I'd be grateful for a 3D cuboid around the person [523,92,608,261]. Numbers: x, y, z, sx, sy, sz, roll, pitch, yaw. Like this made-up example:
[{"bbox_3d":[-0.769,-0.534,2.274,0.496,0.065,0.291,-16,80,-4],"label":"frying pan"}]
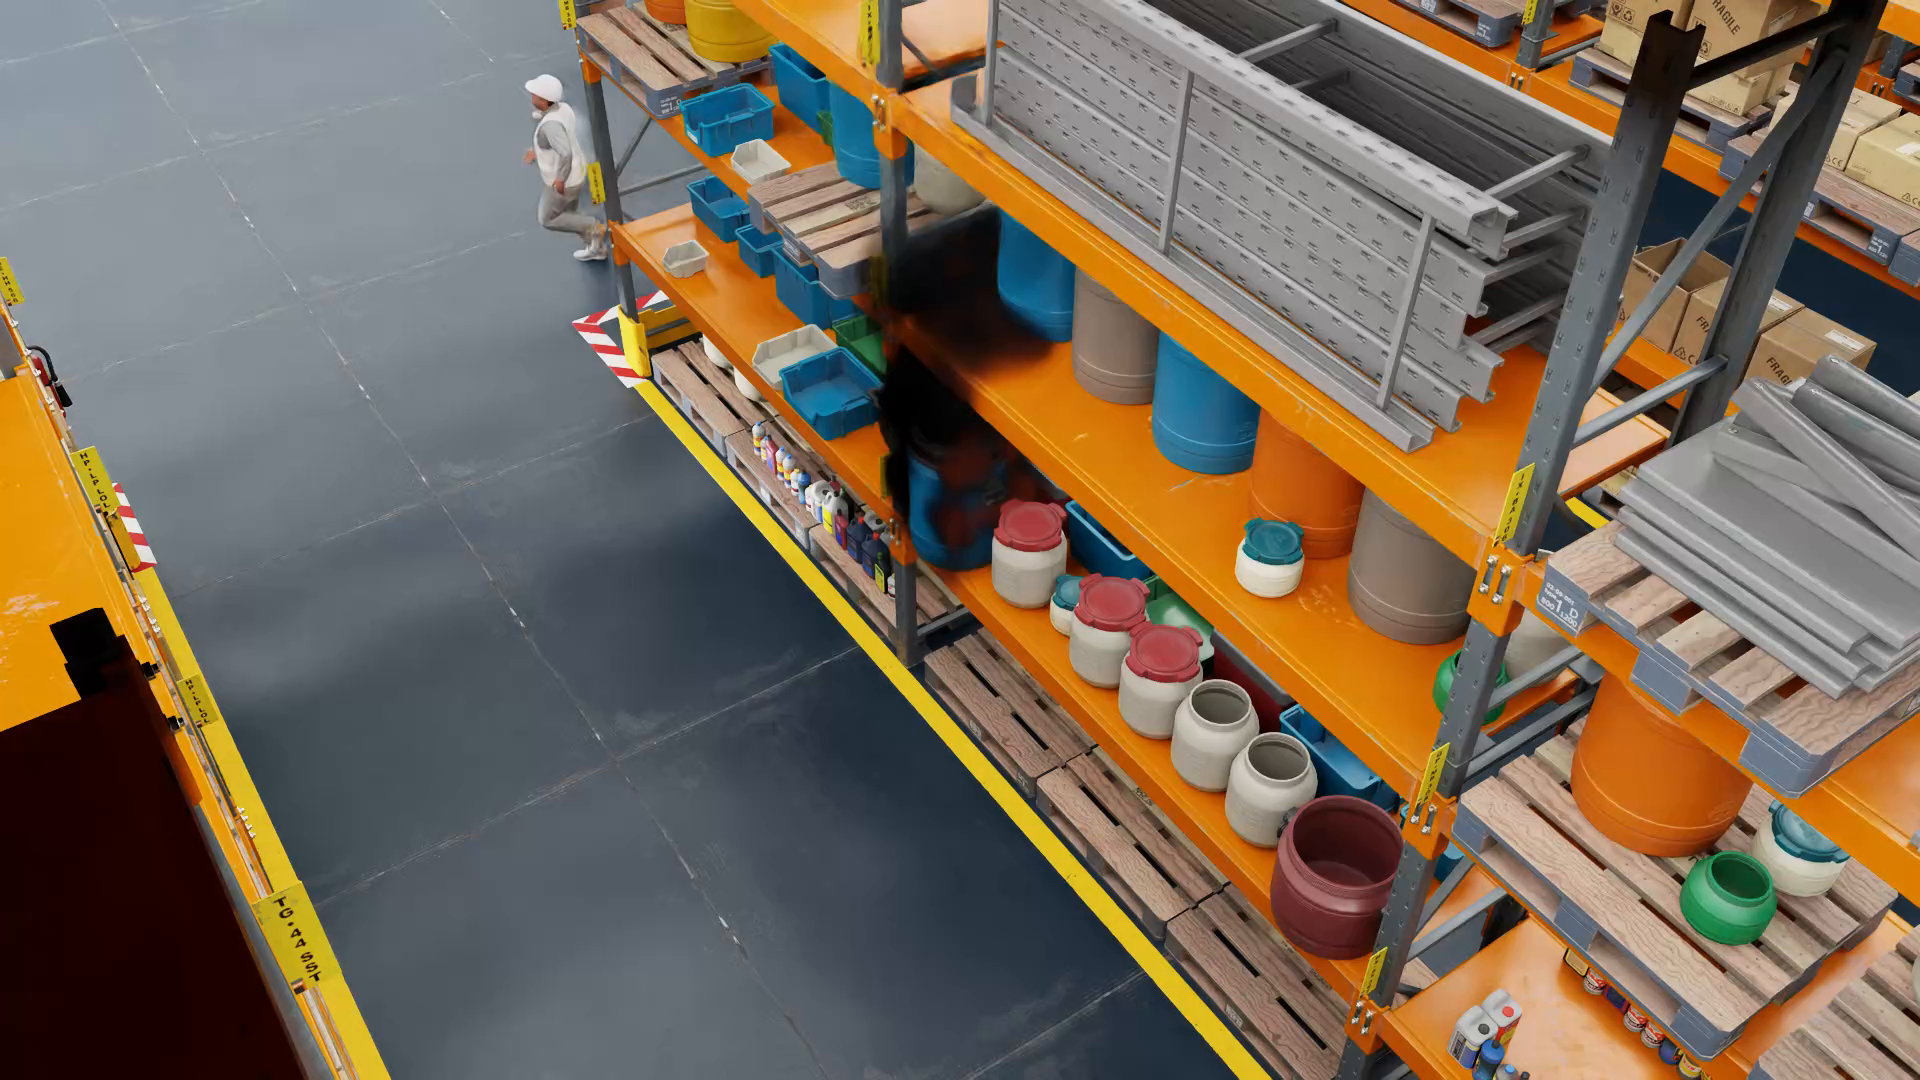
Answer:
[{"bbox_3d":[-3.317,-3.008,13.803,0.638,1.685,0.691,1,43,1],"label":"person"}]
